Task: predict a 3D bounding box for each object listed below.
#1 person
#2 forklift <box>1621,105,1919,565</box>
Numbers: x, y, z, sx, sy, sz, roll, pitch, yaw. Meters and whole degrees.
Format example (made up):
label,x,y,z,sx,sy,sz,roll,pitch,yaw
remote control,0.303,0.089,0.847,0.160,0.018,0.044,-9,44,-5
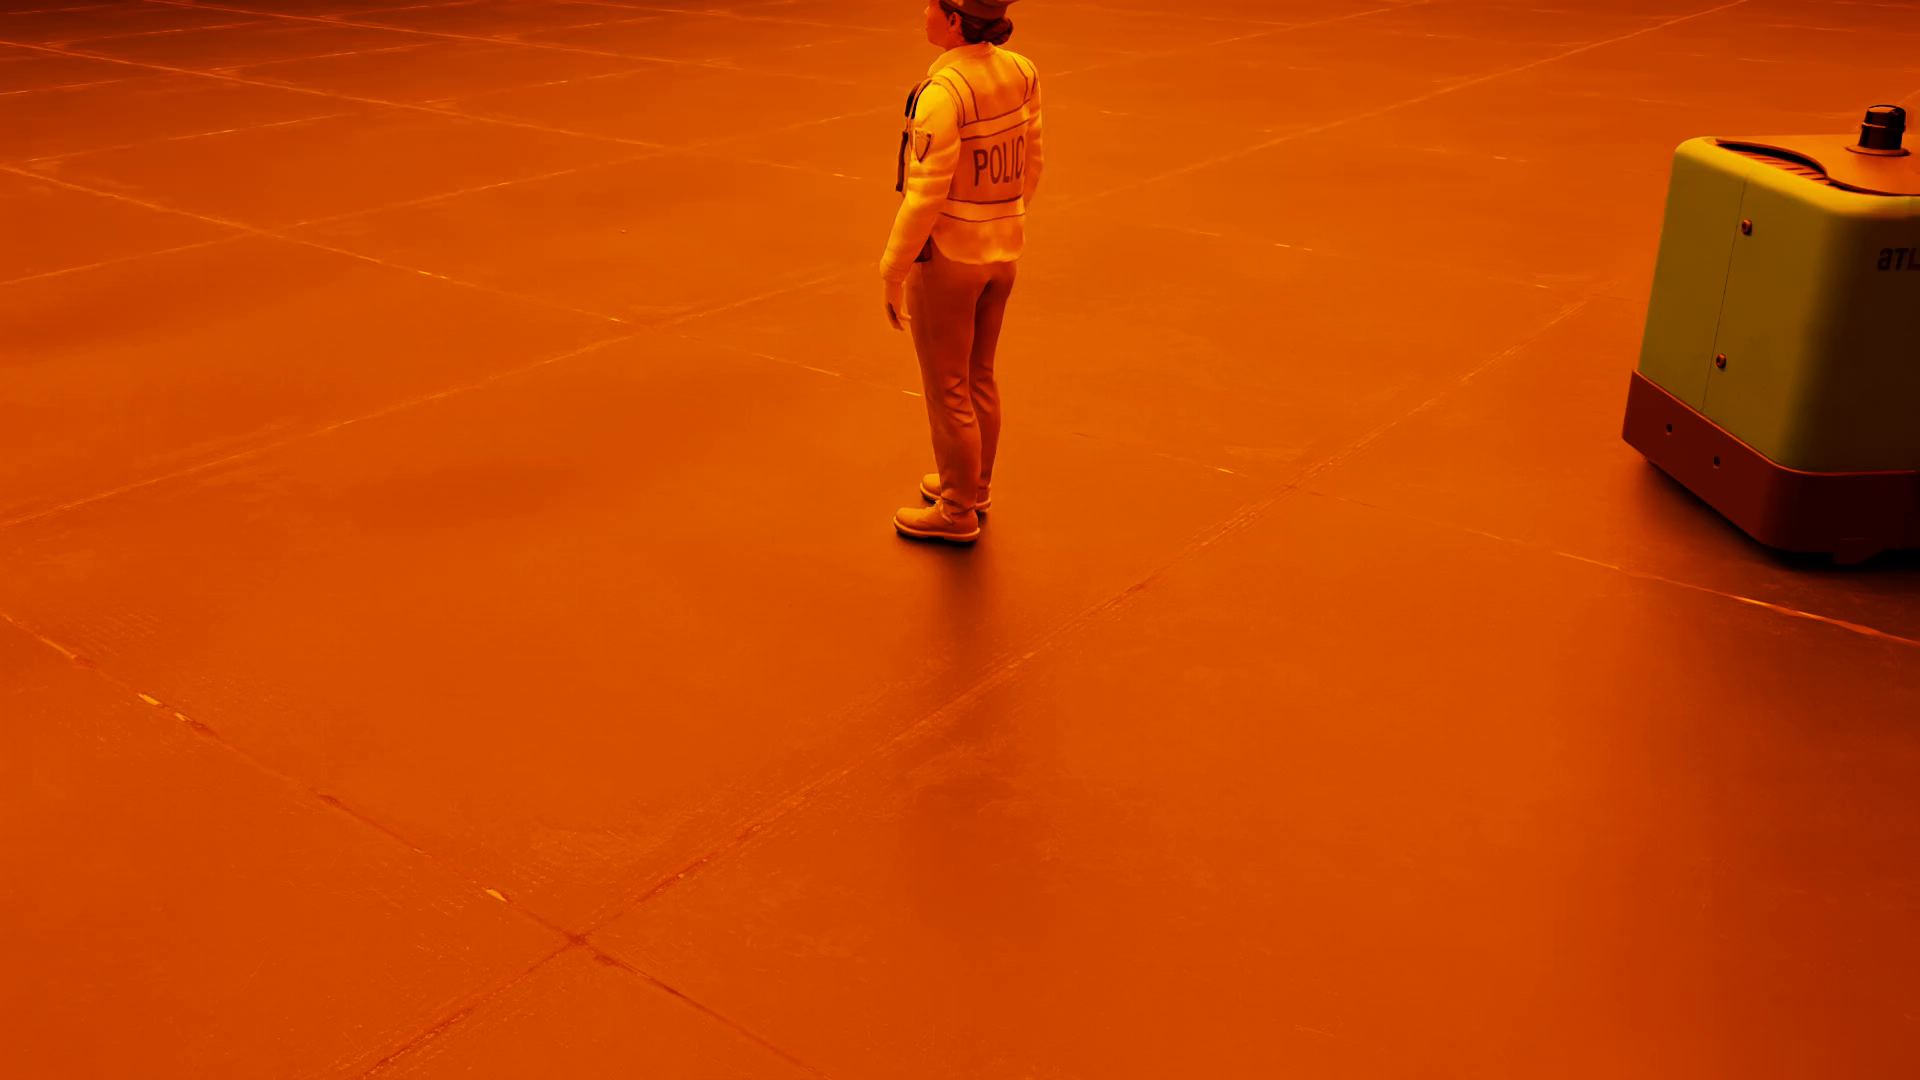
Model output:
label,x,y,z,sx,sy,sz,roll,pitch,yaw
person,-0.050,-0.803,4.717,0.532,1.694,0.586,17,29,34
forklift,3.783,-1.498,4.785,3.031,2.935,1.130,-2,24,-5
